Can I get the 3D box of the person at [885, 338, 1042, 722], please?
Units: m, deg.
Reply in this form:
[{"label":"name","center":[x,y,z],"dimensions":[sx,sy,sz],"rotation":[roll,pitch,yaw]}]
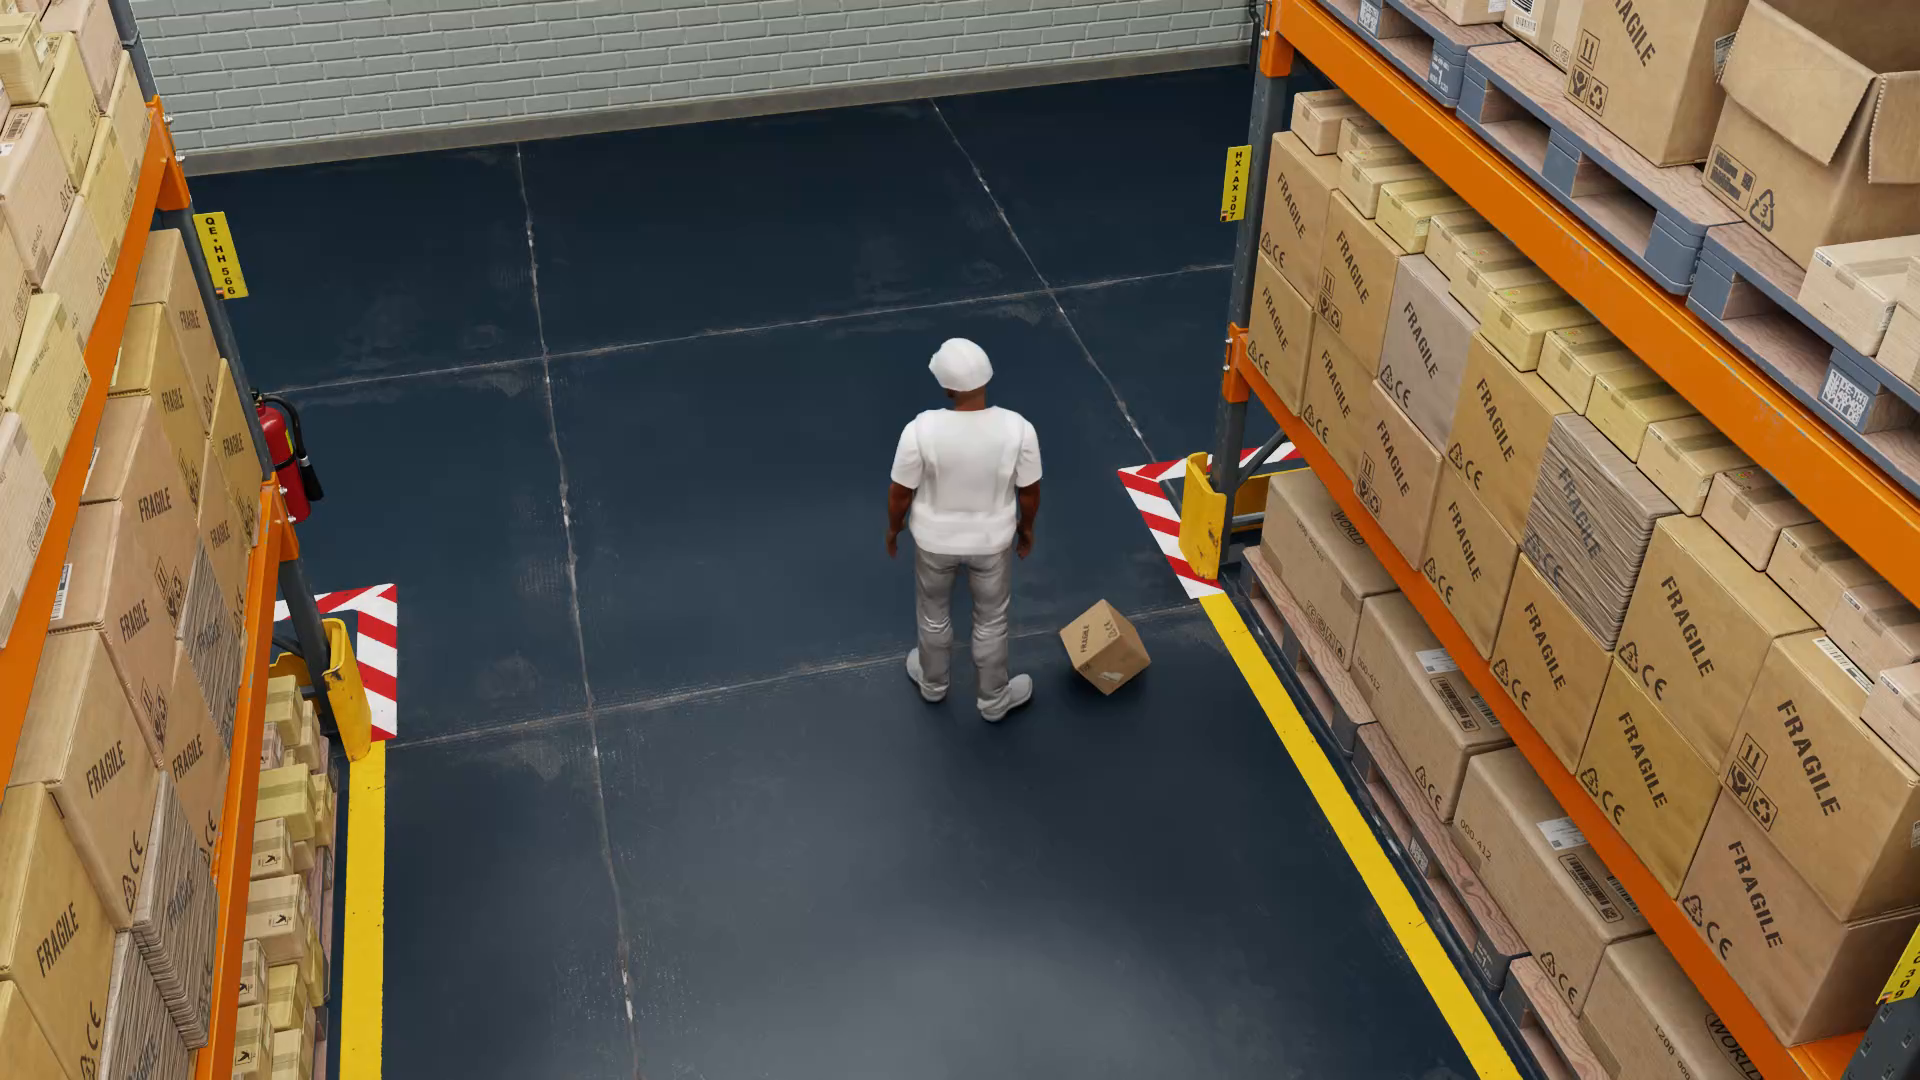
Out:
[{"label":"person","center":[0.008,-0.042,6.704],"dimensions":[0.624,1.768,0.422],"rotation":[0,38,0]}]
